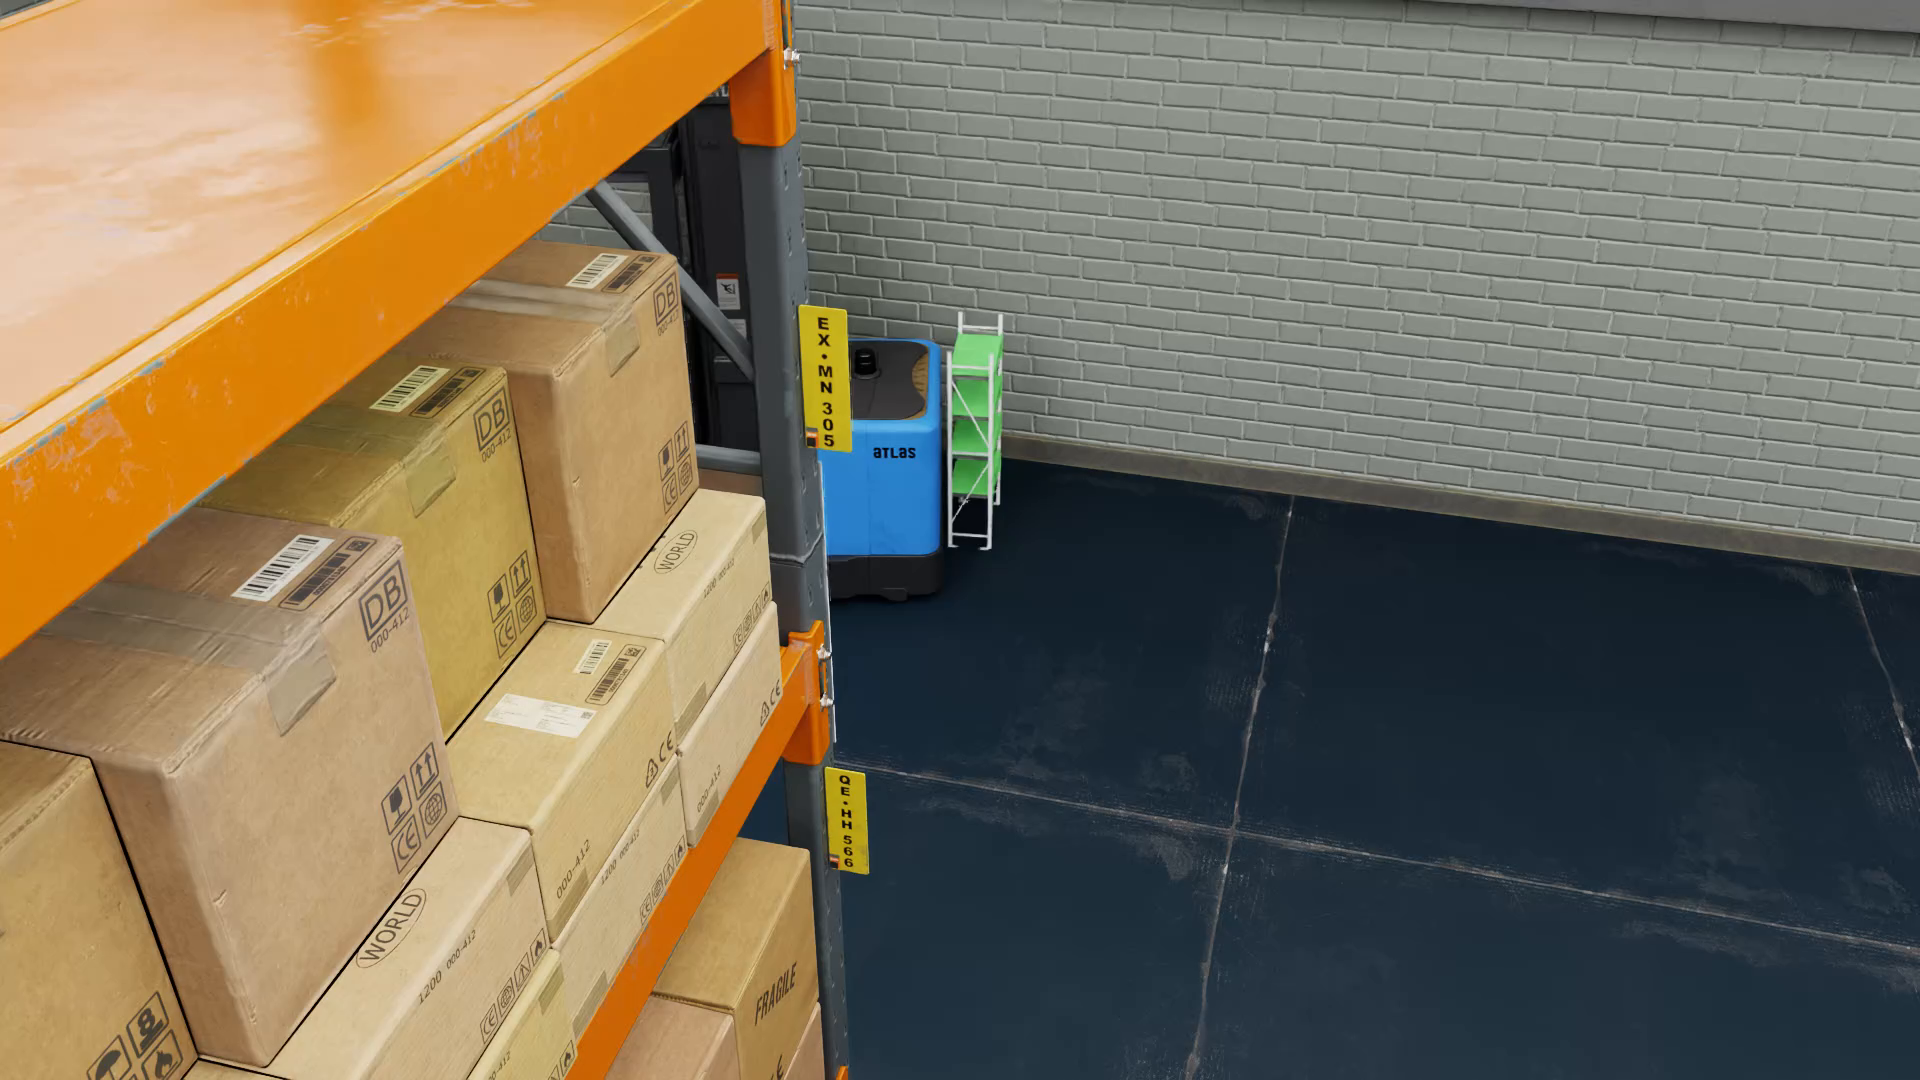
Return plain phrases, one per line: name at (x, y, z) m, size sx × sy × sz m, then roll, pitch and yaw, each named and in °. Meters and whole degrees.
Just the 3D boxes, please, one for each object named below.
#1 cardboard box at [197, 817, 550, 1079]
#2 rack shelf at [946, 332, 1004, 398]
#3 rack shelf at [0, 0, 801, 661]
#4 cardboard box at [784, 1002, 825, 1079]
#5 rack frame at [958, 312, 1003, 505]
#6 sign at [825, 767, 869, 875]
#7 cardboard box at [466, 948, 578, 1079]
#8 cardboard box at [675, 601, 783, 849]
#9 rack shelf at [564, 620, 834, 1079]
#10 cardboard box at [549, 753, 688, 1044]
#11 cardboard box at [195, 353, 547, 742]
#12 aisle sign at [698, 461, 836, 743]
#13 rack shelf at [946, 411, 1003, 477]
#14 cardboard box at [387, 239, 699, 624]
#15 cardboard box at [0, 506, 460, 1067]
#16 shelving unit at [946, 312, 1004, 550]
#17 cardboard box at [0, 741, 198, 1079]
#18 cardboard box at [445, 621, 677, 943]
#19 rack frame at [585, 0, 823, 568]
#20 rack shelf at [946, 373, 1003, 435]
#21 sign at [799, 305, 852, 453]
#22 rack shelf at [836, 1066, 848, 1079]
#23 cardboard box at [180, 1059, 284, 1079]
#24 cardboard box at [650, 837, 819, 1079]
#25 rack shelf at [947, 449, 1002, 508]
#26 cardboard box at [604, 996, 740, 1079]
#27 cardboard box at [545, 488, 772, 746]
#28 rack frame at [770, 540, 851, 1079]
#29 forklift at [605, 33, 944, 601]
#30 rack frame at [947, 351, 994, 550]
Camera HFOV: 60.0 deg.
cardboard box at (-0.948, 0.631, 2.408) m, size 0.500 × 0.250 × 0.500 m, roll 8°, pitch 33°, yaw 12°
rack shelf at (0.083, -0.943, 8.910) m, size 0.258 × 0.148 × 0.480 m, roll 4°, pitch 33°, yaw 6°
rack shelf at (-1.315, 0.036, 1.548) m, size 1.077 × 0.370 × 4.000 m, roll 8°, pitch 33°, yaw 12°
cardboard box at (-0.658, 1.453, 4.146) m, size 0.500 × 0.500 × 0.500 m, roll 9°, pitch 34°, yaw 14°
rack frame at (0.111, -0.722, 9.337) m, size 0.240 × 1.200 × 0.015 m, roll 4°, pitch 33°, yaw 6°
sign at (-0.276, 0.689, 4.066) m, size 0.100 × 0.325 × 0.005 m, roll 8°, pitch 33°, yaw 12°
cardboard box at (-0.934, 0.844, 2.539) m, size 0.500 × 0.250 × 0.500 m, roll 8°, pitch 33°, yaw 12°
cardboard box at (-0.683, 0.325, 3.356) m, size 0.500 × 0.250 × 0.500 m, roll 8°, pitch 33°, yaw 12°
rack shelf at (-1.315, 1.301, 2.352) m, size 1.077 × 0.370 × 4.000 m, roll 8°, pitch 33°, yaw 12°
cardboard box at (-0.820, 0.583, 2.950) m, size 0.500 × 0.250 × 0.500 m, roll 8°, pitch 33°, yaw 12°
cardboard box at (-1.131, 0.012, 2.684) m, size 0.700 × 0.500 × 0.500 m, roll 8°, pitch 33°, yaw 12°
aisle sign at (-0.494, 0.134, 3.889) m, size 0.394 × 0.787 × 0.004 m, roll 8°, pitch 33°, yaw 12°
rack shelf at (0.083, -0.538, 9.167) m, size 0.258 × 0.148 × 0.480 m, roll 4°, pitch 33°, yaw 6°
cardboard box at (-0.922, -0.236, 3.074) m, size 0.700 × 0.500 × 0.500 m, roll 8°, pitch 33°, yaw 12°
cardboard box at (-1.154, 0.286, 2.253) m, size 0.700 × 0.500 × 0.500 m, roll 8°, pitch 33°, yaw 12°
shelving unit at (0.083, -0.592, 9.133) m, size 0.258 × 1.200 × 0.503 m, roll 4°, pitch 33°, yaw 6°
cardboard box at (-1.371, 0.533, 1.865) m, size 0.700 × 0.500 × 0.500 m, roll 8°, pitch 33°, yaw 12°
cardboard box at (-0.818, 0.373, 2.816) m, size 0.500 × 0.250 × 0.500 m, roll 8°, pitch 33°, yaw 12°
rack frame at (-0.807, -1.306, 2.987) m, size 1.000 × 3.000 × 0.127 m, roll 8°, pitch 33°, yaw 12°
rack shelf at (0.083, -0.741, 9.038) m, size 0.258 × 0.148 × 0.480 m, roll 4°, pitch 33°, yaw 6°
sign at (-0.276, -0.328, 3.419) m, size 0.100 × 0.325 × 0.005 m, roll 8°, pitch 33°, yaw 12°
rack shelf at (-1.315, 2.567, 3.157) m, size 1.077 × 0.370 × 4.000 m, roll 8°, pitch 33°, yaw 12°
cardboard box at (-1.069, 0.892, 1.999) m, size 0.500 × 0.250 × 0.500 m, roll 8°, pitch 33°, yaw 12°
cardboard box at (-0.654, 1.030, 3.879) m, size 0.500 × 0.500 × 0.500 m, roll 8°, pitch 33°, yaw 12°
rack shelf at (0.083, -0.336, 9.296) m, size 0.258 × 0.148 × 0.480 m, roll 4°, pitch 33°, yaw 6°
cardboard box at (-0.782, 1.292, 3.467) m, size 0.500 × 0.500 × 0.500 m, roll 9°, pitch 34°, yaw 14°
cardboard box at (-0.691, 0.113, 3.224) m, size 0.500 × 0.250 × 0.500 m, roll 8°, pitch 33°, yaw 12°
rack frame at (-0.807, 1.225, 4.597) m, size 1.000 × 3.000 × 0.127 m, roll 8°, pitch 33°, yaw 12°
forklift at (-1.607, -1.173, 8.433) m, size 3.031 × 2.935 × 1.130 m, roll 0°, pitch 32°, yaw 0°
rack frame at (0.054, -0.462, 8.928) m, size 0.240 × 1.200 × 0.015 m, roll 4°, pitch 33°, yaw 6°
